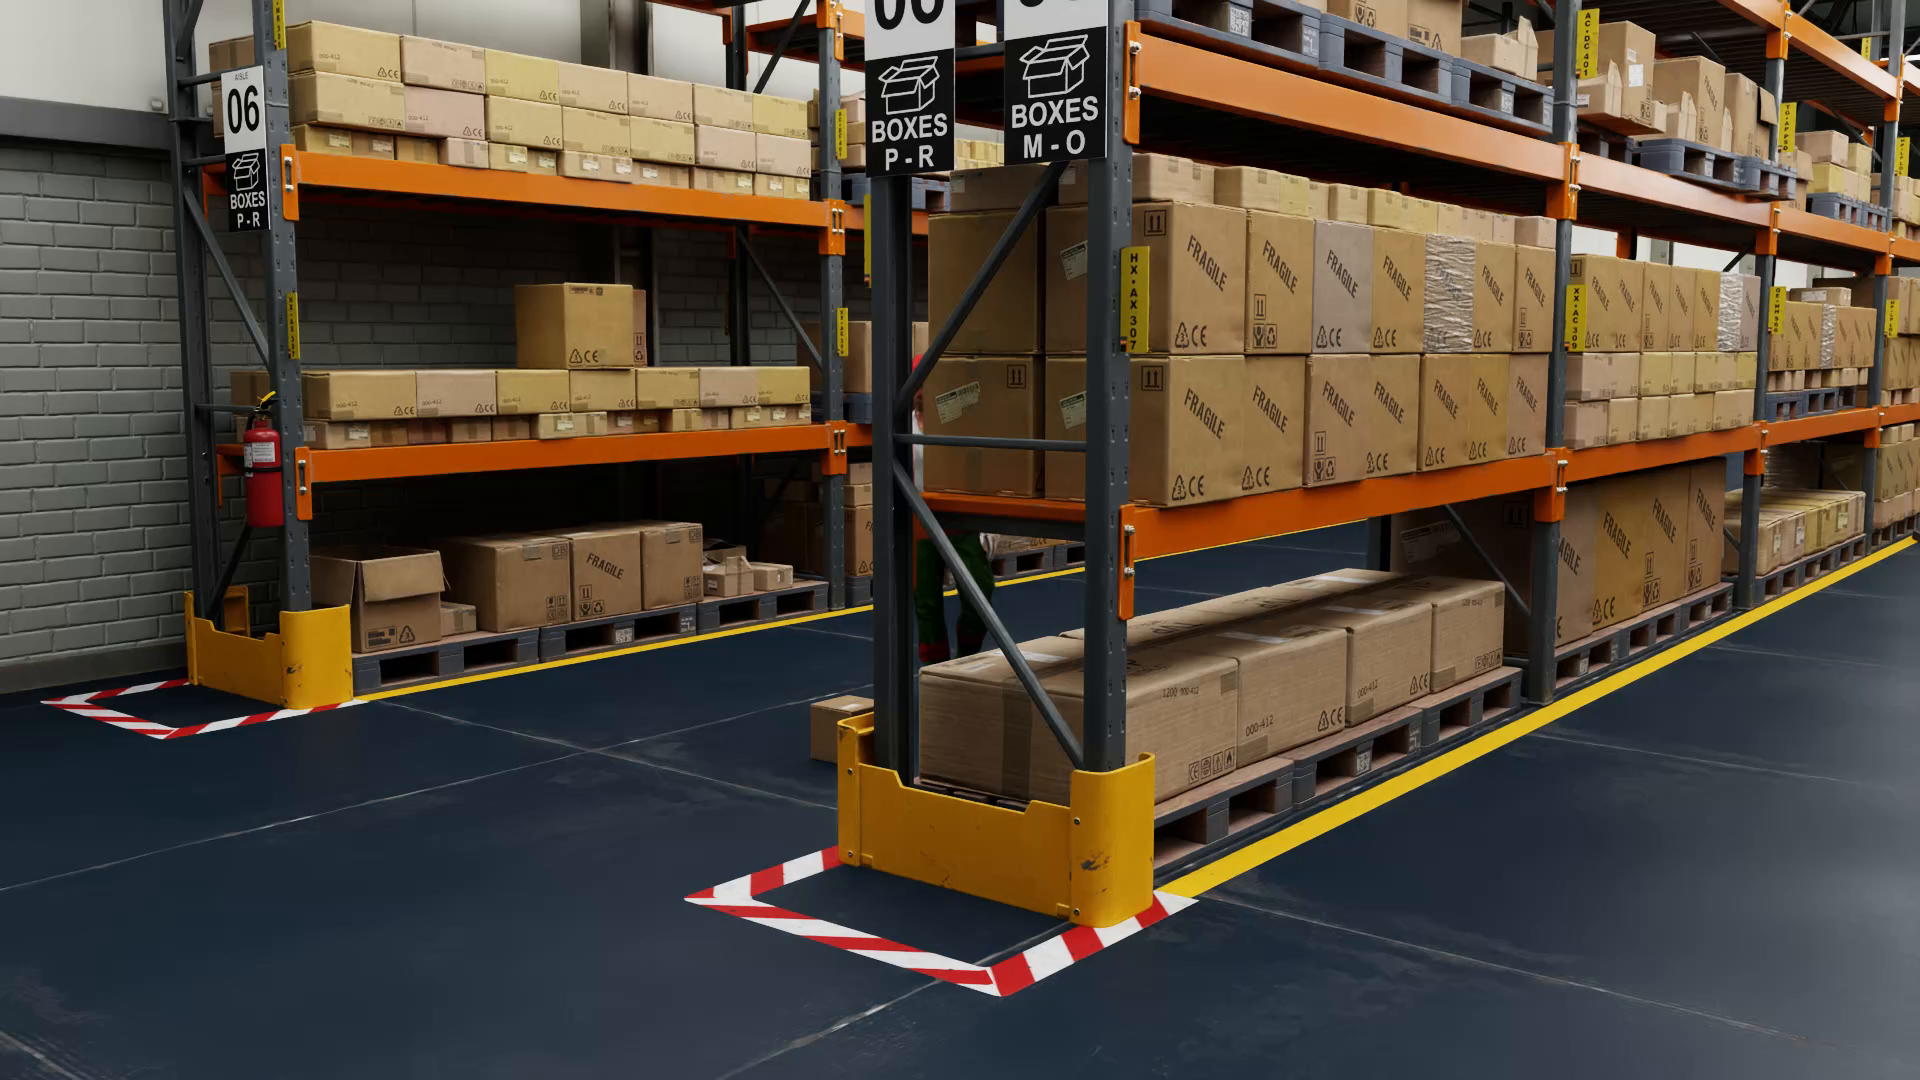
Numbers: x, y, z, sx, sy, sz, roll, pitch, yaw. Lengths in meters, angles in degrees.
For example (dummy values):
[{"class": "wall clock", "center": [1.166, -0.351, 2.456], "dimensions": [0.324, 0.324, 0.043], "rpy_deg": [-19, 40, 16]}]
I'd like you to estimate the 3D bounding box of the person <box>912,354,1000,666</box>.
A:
[{"class": "person", "center": [-0.093, -0.037, 8.359], "dimensions": [0.587, 1.787, 0.538], "rpy_deg": [0, 7, 0]}]
